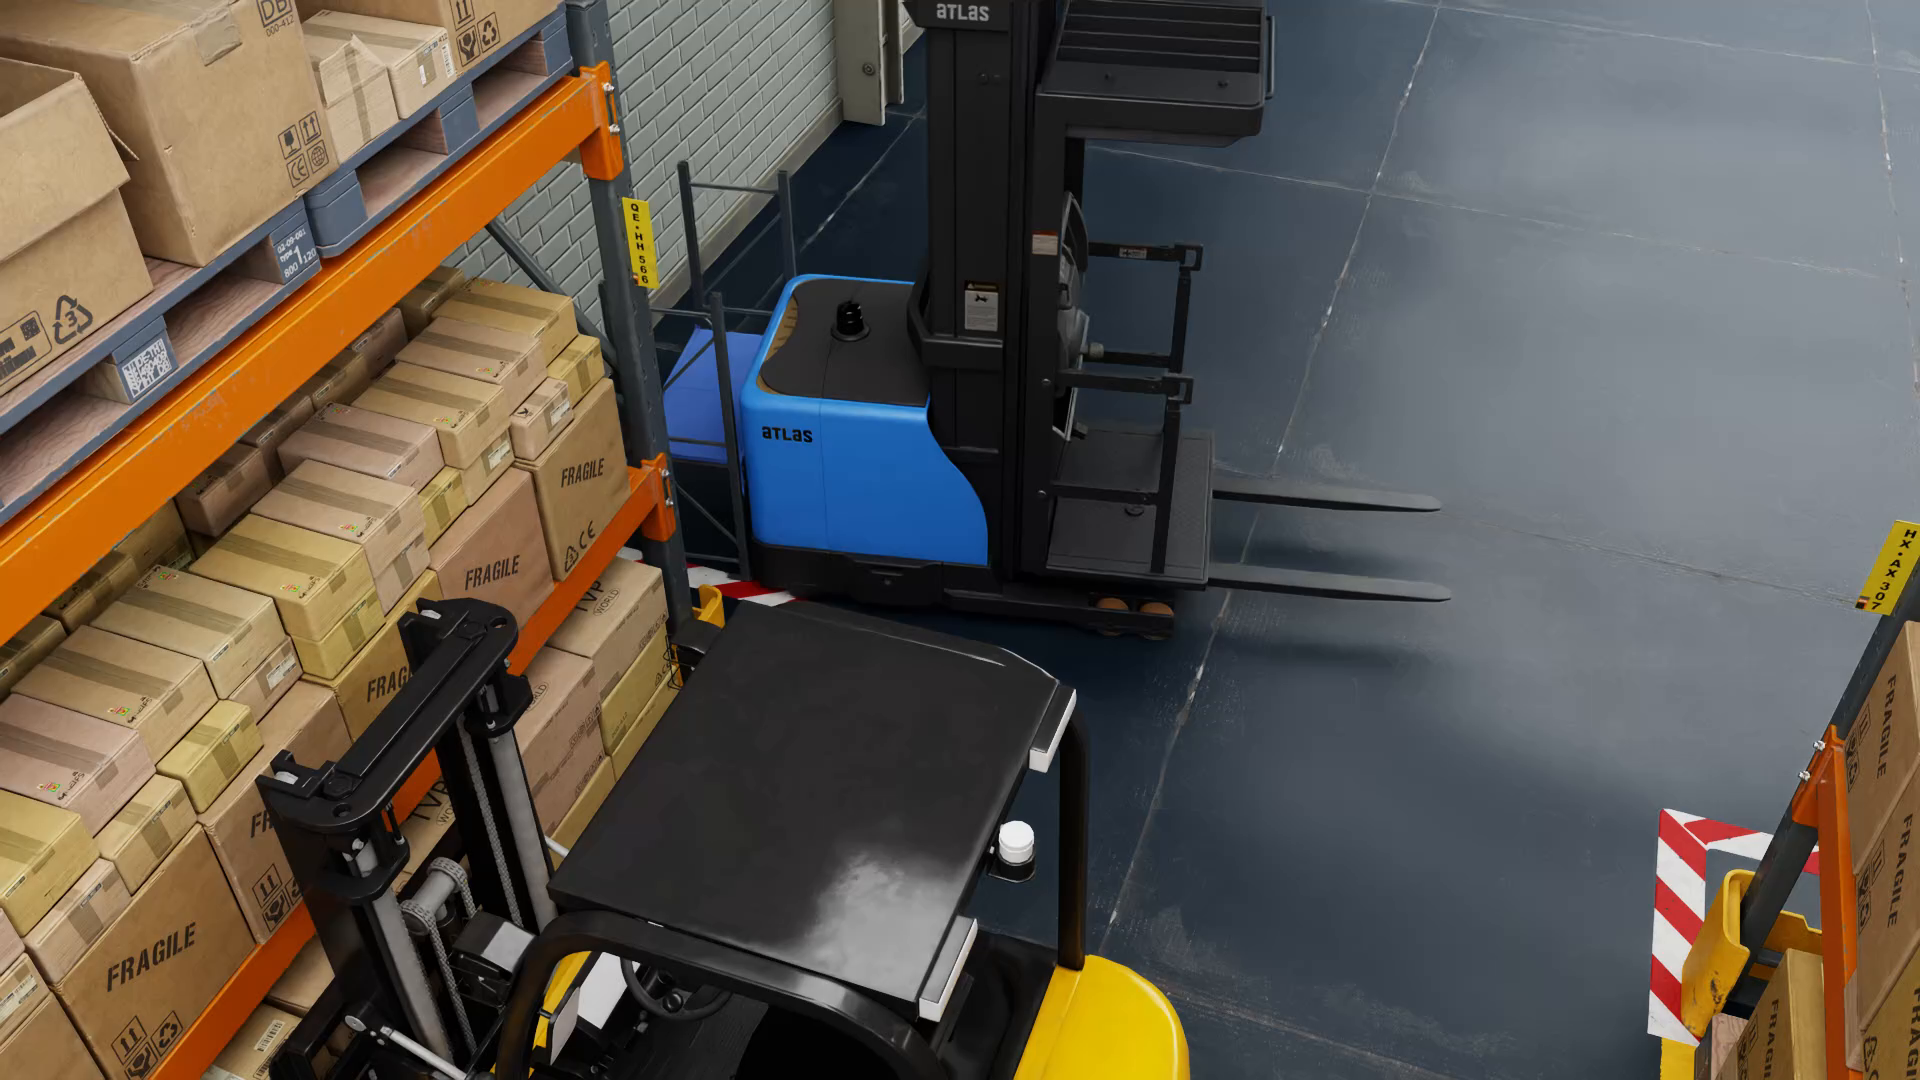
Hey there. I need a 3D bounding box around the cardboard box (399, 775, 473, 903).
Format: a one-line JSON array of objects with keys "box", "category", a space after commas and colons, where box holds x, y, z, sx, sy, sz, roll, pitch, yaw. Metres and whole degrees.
[{"box": [-1.751, 0.909, 5.351, 0.500, 0.250, 0.500, 14, 42, 16], "category": "cardboard box"}]

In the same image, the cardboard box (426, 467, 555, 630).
[{"box": [-1.662, 0.065, 5.239, 0.500, 0.500, 0.500, 15, 43, 16], "category": "cardboard box"}]

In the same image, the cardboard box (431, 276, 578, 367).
[{"box": [-1.478, -0.702, 5.410, 0.380, 0.149, 0.250, 13, 42, 15], "category": "cardboard box"}]

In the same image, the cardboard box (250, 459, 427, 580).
[{"box": [-1.737, -0.060, 4.657, 0.380, 0.149, 0.250, 14, 43, 16], "category": "cardboard box"}]

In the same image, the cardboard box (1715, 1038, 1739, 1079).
[{"box": [2.576, 1.847, 5.023, 0.500, 0.250, 0.500, 13, 42, 15], "category": "cardboard box"}]

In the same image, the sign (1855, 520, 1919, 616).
[{"box": [2.602, 0.080, 4.631, 0.100, 0.325, 0.005, 13, 42, 15], "category": "sign"}]

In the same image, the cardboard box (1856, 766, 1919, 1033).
[{"box": [2.515, 0.923, 4.005, 0.500, 0.500, 0.500, 15, 43, 16], "category": "cardboard box"}]

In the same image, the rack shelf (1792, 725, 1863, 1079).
[{"box": [2.428, 2.023, 3.575, 1.077, 0.370, 4.000, 13, 42, 15], "category": "rack shelf"}]

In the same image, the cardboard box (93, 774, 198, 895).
[{"box": [-2.101, 0.675, 4.024, 0.380, 0.149, 0.250, 12, 42, 14], "category": "cardboard box"}]

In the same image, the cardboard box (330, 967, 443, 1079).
[{"box": [-1.939, 1.420, 5.138, 0.500, 0.250, 0.500, 13, 42, 15], "category": "cardboard box"}]

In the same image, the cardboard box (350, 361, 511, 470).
[{"box": [-1.597, -0.379, 5.031, 0.380, 0.149, 0.250, 14, 42, 16], "category": "cardboard box"}]

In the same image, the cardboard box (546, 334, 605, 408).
[{"box": [-1.409, -0.581, 5.496, 0.380, 0.149, 0.250, 14, 42, 16], "category": "cardboard box"}]

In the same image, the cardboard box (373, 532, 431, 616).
[{"box": [-1.757, 0.049, 4.759, 0.380, 0.149, 0.250, 12, 42, 14], "category": "cardboard box"}]

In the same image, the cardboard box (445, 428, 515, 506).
[{"box": [-1.615, -0.273, 5.136, 0.380, 0.149, 0.250, 14, 42, 16], "category": "cardboard box"}]

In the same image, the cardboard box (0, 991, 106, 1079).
[{"box": [-2.362, 1.298, 3.794, 0.500, 0.500, 0.500, 14, 42, 16], "category": "cardboard box"}]

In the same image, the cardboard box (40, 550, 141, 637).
[{"box": [-2.425, 0.127, 4.438, 0.380, 0.149, 0.250, 13, 42, 15], "category": "cardboard box"}]

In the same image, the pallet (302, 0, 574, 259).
[{"box": [-1.820, -1.251, 4.616, 1.003, 0.211, 1.213, 13, 42, 15], "category": "pallet"}]

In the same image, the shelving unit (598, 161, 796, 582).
[{"box": [-1.093, -0.745, 7.422, 0.538, 1.500, 1.048, 7, 41, 8], "category": "shelving unit"}]

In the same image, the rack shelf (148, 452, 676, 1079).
[{"box": [-2.238, 0.924, 4.864, 1.077, 0.370, 4.000, 13, 42, 15], "category": "rack shelf"}]

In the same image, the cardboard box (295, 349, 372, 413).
[{"box": [-2.068, -0.494, 5.165, 0.380, 0.149, 0.250, 14, 42, 16], "category": "cardboard box"}]

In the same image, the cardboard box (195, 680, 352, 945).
[{"box": [-1.998, 0.687, 4.510, 0.500, 0.500, 0.500, 14, 42, 15], "category": "cardboard box"}]

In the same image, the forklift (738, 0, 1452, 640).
[{"box": [0.640, -1.053, 6.680, 3.031, 2.935, 1.130, 5, 41, 6], "category": "forklift"}]

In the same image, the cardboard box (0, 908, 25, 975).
[{"box": [-2.266, 0.872, 3.564, 0.380, 0.149, 0.250, 14, 42, 16], "category": "cardboard box"}]

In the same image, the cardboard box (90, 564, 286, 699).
[{"box": [-1.997, 0.235, 4.311, 0.380, 0.149, 0.250, 14, 42, 16], "category": "cardboard box"}]

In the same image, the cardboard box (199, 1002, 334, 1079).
[{"box": [-2.118, 1.535, 4.618, 0.500, 0.250, 0.500, 15, 43, 17], "category": "cardboard box"}]

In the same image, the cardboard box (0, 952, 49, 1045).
[{"box": [-2.261, 0.992, 3.653, 0.380, 0.149, 0.250, 14, 42, 16], "category": "cardboard box"}]

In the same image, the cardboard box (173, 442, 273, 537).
[{"box": [-2.233, -0.180, 4.797, 0.380, 0.149, 0.250, 15, 43, 16], "category": "cardboard box"}]

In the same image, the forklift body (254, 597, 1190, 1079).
[{"box": [-0.488, 1.315, 4.505, 2.313, 2.155, 1.214, 13, 42, 15], "category": "forklift body"}]

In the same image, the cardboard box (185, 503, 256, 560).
[{"box": [-2.331, -0.101, 4.934, 0.380, 0.149, 0.250, 14, 42, 15], "category": "cardboard box"}]

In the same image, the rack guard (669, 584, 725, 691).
[{"box": [-1.546, 0.367, 6.888, 1.175, 0.500, 0.348, 13, 42, 15], "category": "rack guard"}]

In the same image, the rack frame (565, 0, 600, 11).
[{"box": [-1.554, -2.852, 4.113, 1.000, 3.000, 0.127, 13, 42, 15], "category": "rack frame"}]

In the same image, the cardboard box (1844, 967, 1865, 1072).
[{"box": [2.431, 1.232, 4.142, 0.380, 0.149, 0.250, 14, 42, 16], "category": "cardboard box"}]

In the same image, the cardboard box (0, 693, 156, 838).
[{"box": [-2.168, 0.540, 3.953, 0.380, 0.149, 0.250, 13, 42, 15], "category": "cardboard box"}]

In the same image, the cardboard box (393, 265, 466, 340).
[{"box": [-1.869, -0.810, 5.536, 0.380, 0.149, 0.250, 13, 42, 14], "category": "cardboard box"}]

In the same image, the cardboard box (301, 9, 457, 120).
[{"box": [-1.552, -1.240, 4.328, 0.380, 0.149, 0.250, 12, 42, 14], "category": "cardboard box"}]

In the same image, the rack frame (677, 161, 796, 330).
[{"box": [-1.000, -1.070, 7.802, 0.500, 1.500, 0.032, 7, 41, 8], "category": "rack frame"}]

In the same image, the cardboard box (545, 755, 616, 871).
[{"box": [-1.597, 0.975, 6.045, 0.500, 0.250, 0.500, 13, 42, 15], "category": "cardboard box"}]

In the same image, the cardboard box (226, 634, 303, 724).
[{"box": [-1.995, 0.339, 4.418, 0.380, 0.149, 0.250, 13, 42, 15], "category": "cardboard box"}]

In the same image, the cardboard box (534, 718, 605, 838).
[{"box": [-1.608, 0.796, 5.869, 0.500, 0.250, 0.500, 13, 42, 15], "category": "cardboard box"}]

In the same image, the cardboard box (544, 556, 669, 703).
[{"box": [-1.418, 0.287, 6.081, 0.500, 0.250, 0.500, 15, 43, 17], "category": "cardboard box"}]

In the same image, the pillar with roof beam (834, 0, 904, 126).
[{"box": [3.458, -5.331, 7.019, 9.100, 9.000, 0.400, 13, 42, 15], "category": "pillar with roof beam"}]

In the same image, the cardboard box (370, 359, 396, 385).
[{"box": [-1.938, -0.540, 5.449, 0.380, 0.149, 0.250, 13, 42, 15], "category": "cardboard box"}]

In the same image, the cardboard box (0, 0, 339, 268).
[{"box": [-1.920, -1.020, 3.799, 0.700, 0.500, 0.500, 14, 42, 15], "category": "cardboard box"}]

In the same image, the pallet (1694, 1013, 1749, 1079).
[{"box": [2.775, 2.125, 5.051, 1.003, 0.211, 1.213, 13, 42, 15], "category": "pallet"}]
